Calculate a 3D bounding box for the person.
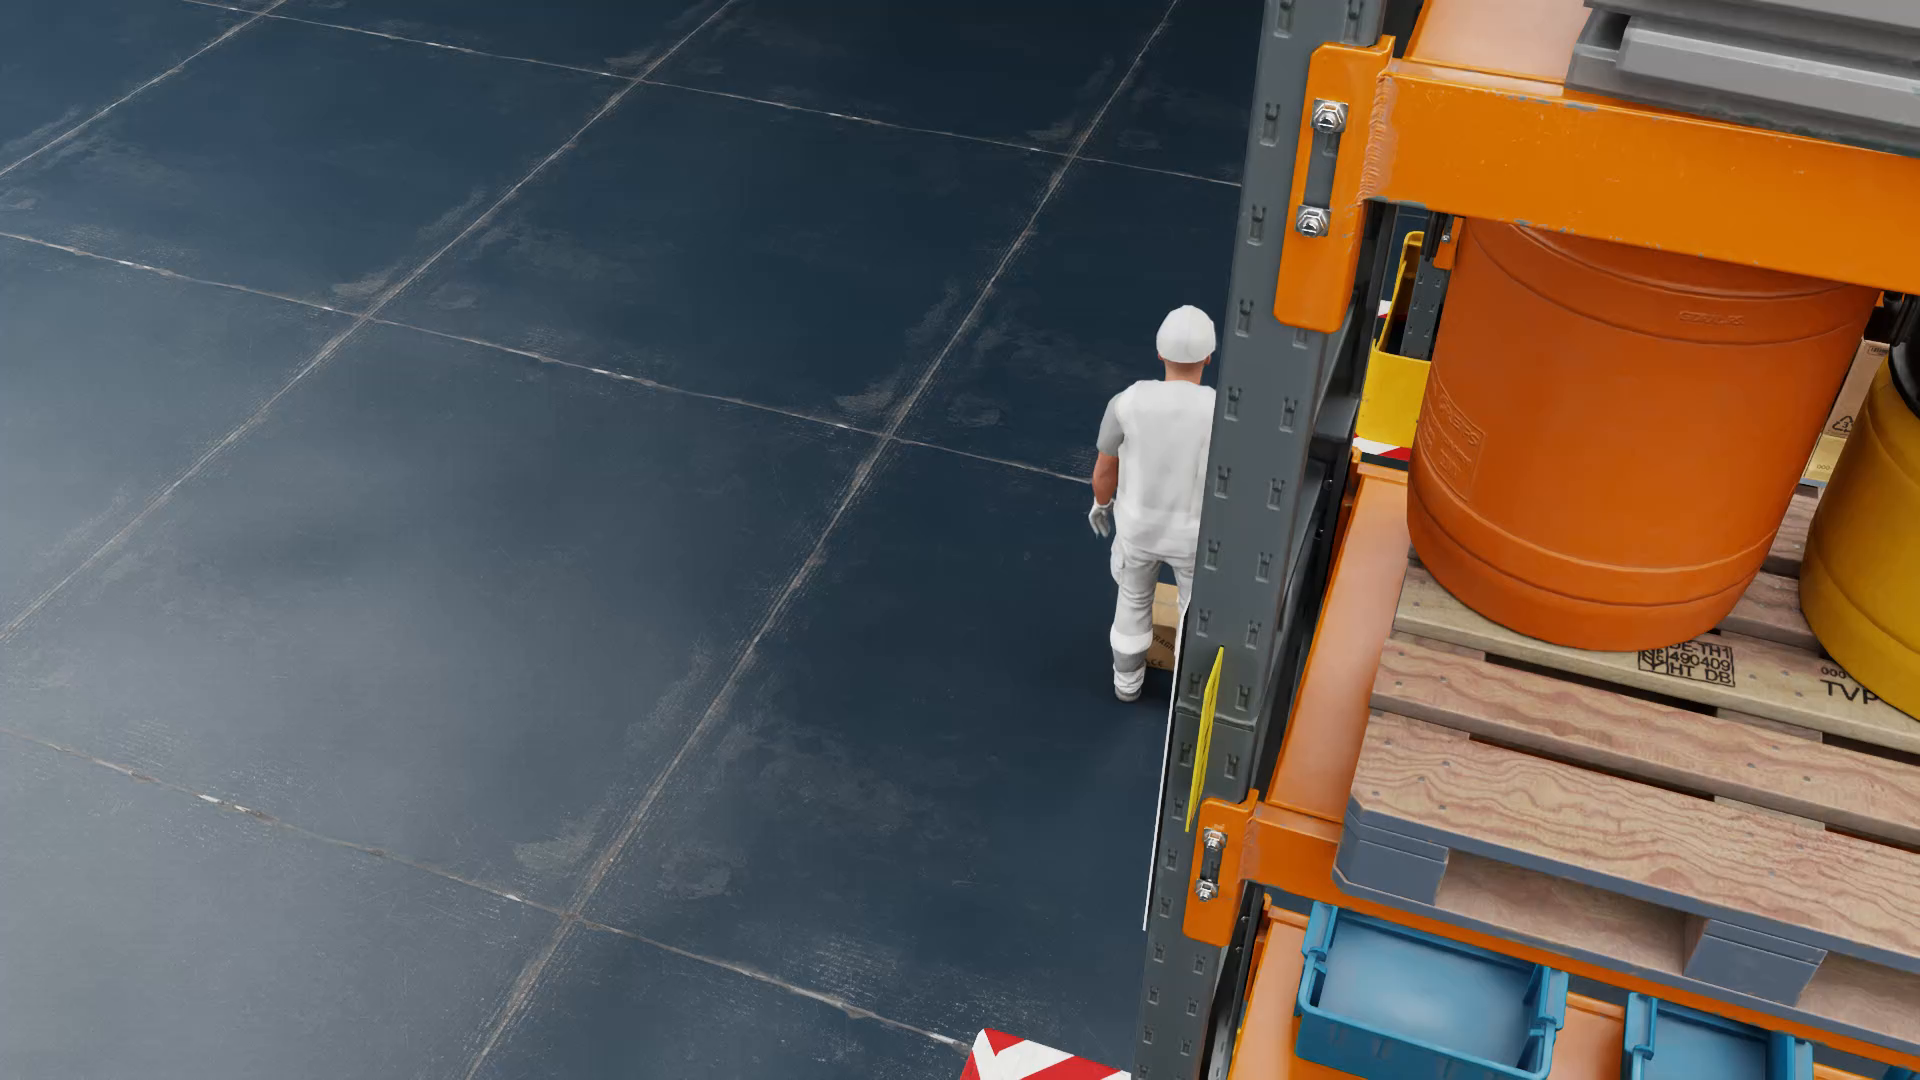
[{"bbox_3d":[0.787,-0.074,6.230,0.621,1.781,0.445,11,42,13],"label":"person"}]
